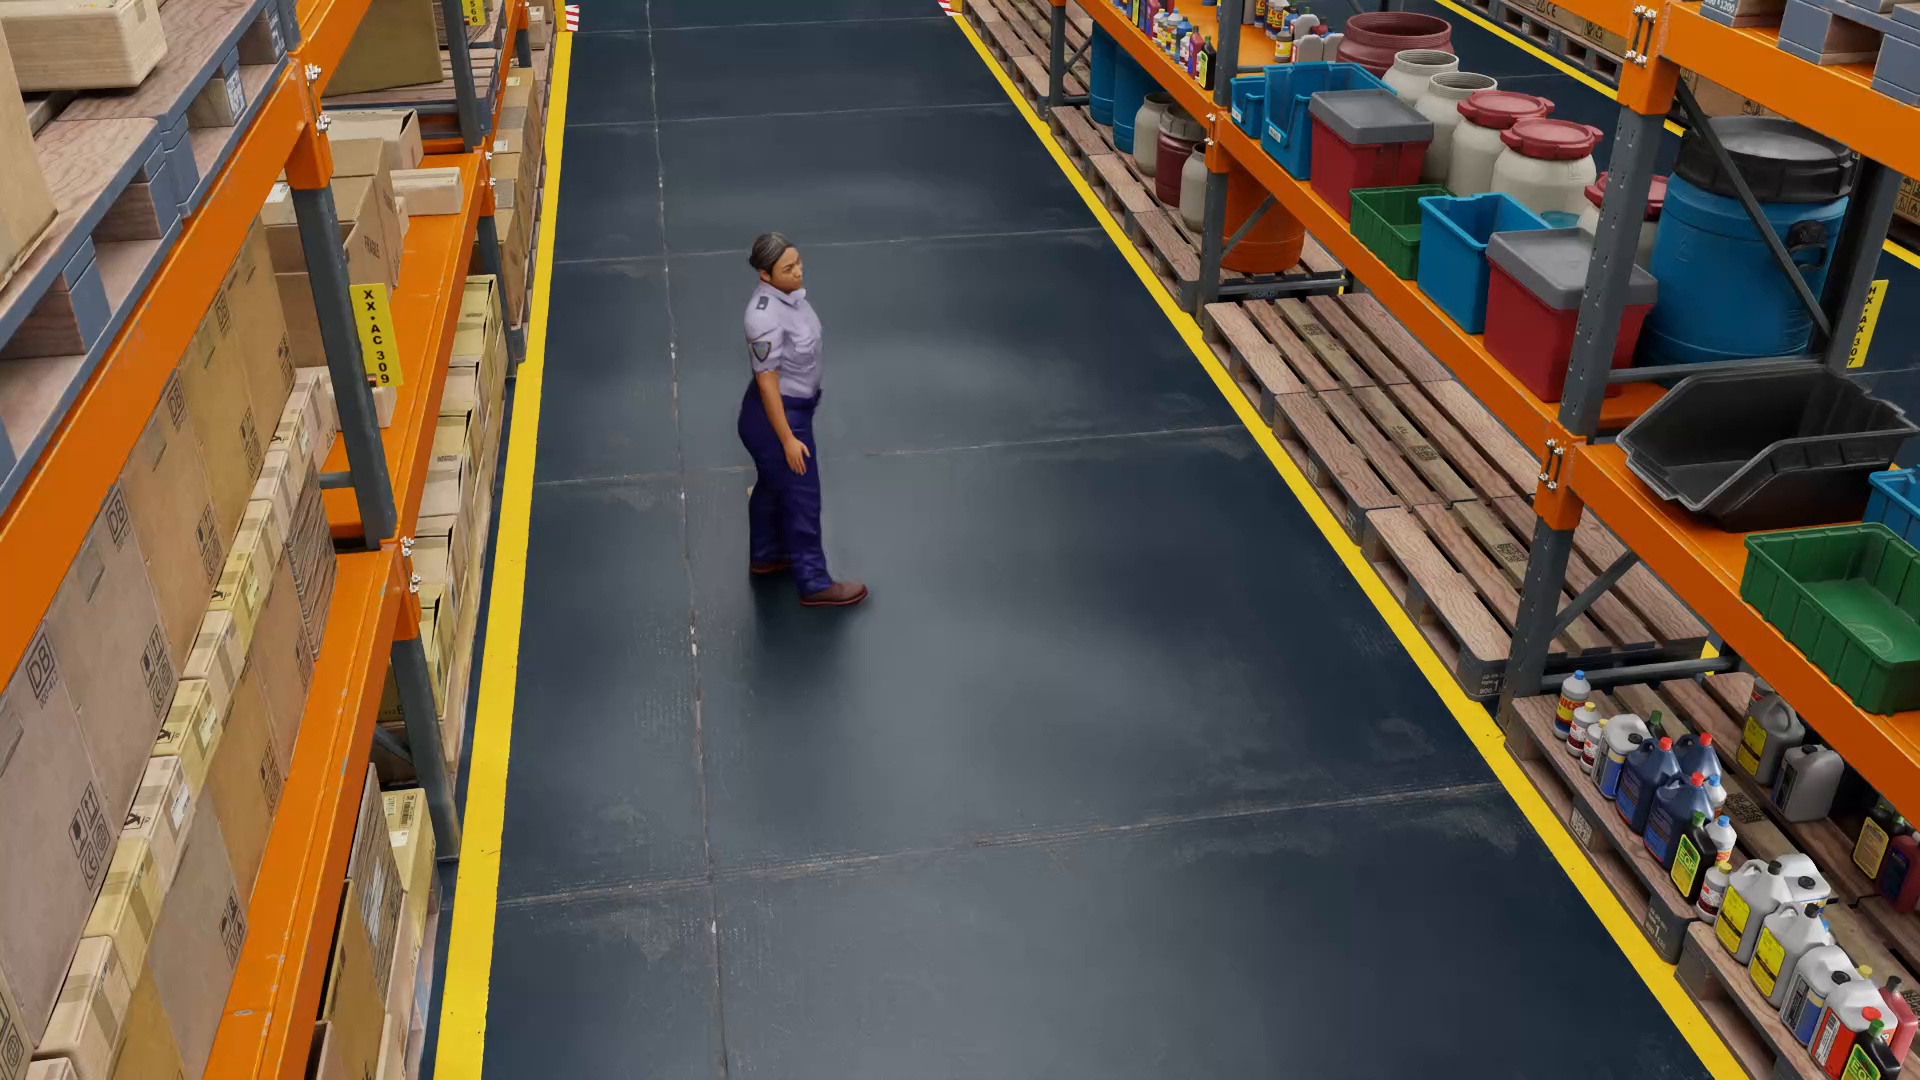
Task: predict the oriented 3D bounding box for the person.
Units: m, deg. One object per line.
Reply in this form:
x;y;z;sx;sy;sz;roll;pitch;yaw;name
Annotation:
-0.672;-0.500;6.943;0.540;1.648;0.580;0;31;0;person
